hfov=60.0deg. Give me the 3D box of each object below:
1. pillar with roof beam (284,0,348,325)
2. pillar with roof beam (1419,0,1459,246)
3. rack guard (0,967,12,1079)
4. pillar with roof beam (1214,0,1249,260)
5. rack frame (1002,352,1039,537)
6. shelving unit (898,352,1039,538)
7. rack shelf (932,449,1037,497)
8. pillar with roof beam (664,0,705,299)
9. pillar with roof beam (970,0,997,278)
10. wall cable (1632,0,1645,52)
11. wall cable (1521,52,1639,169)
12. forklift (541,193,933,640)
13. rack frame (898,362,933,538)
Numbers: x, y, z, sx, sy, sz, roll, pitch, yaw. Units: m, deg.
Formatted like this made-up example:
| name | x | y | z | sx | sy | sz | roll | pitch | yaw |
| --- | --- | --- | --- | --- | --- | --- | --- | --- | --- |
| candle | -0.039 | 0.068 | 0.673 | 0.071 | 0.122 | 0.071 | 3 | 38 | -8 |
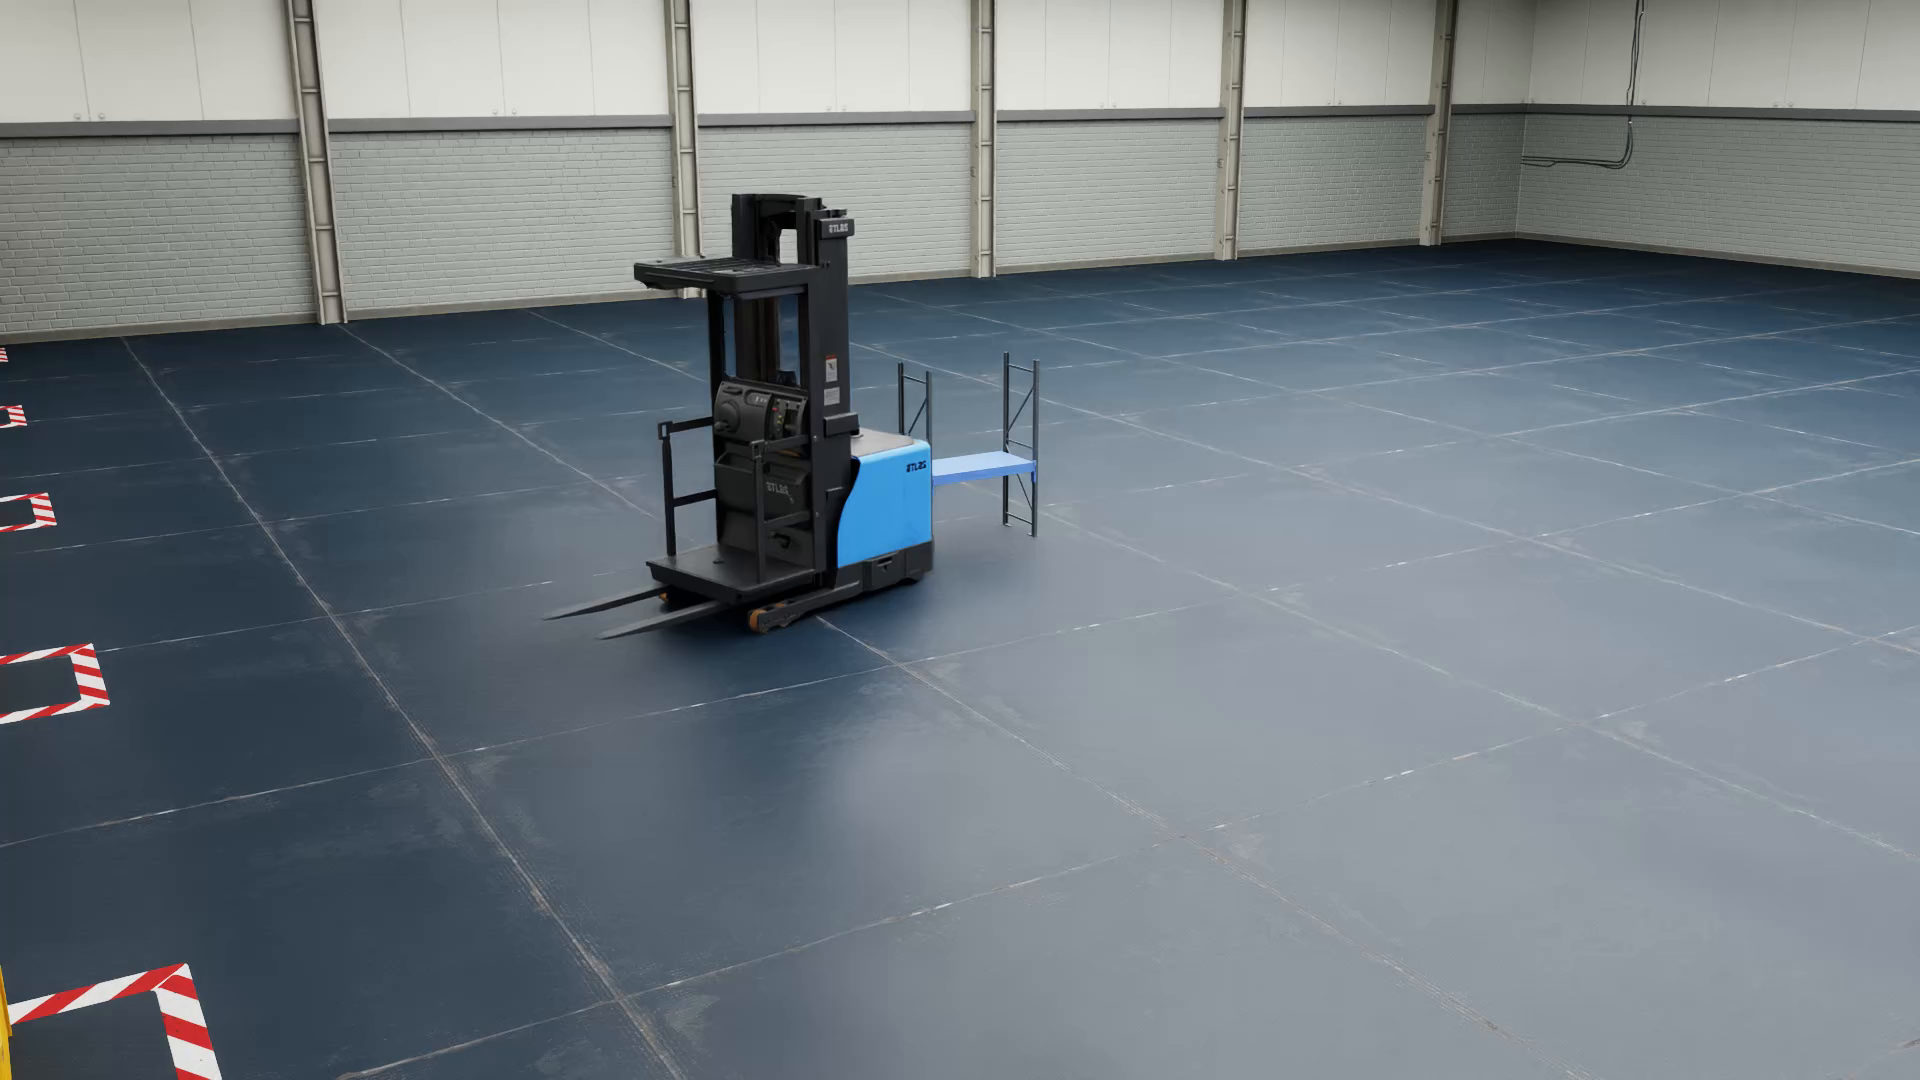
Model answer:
| name | x | y | z | sx | sy | sz | roll | pitch | yaw |
| --- | --- | --- | --- | --- | --- | --- | --- | --- | --- |
| pillar with roof beam | -7.627 | -6.750 | 21.318 | 0.400 | 9.000 | 9.100 | -9 | 18 | -30 |
| pillar with roof beam | 12.945 | -10.086 | 33.219 | 0.400 | 9.000 | 9.100 | -9 | 18 | -30 |
| rack guard | -3.753 | 1.900 | 6.205 | 0.348 | 0.500 | 1.175 | -9 | 18 | -30 |
| pillar with roof beam | 7.802 | -9.252 | 30.244 | 0.400 | 9.000 | 9.100 | -9 | 18 | -30 |
| rack frame | 0.509 | -0.805 | 14.002 | 0.032 | 1.500 | 0.500 | -9 | 18 | -30 |
| shelving unit | 0.073 | -0.734 | 13.750 | 1.048 | 1.500 | 0.538 | -9 | 18 | -30 |
| rack shelf | 0.073 | -0.561 | 13.798 | 1.000 | 0.185 | 0.538 | -9 | 18 | -30 |
| pillar with roof beam | -2.484 | -7.584 | 24.293 | 0.400 | 9.000 | 9.100 | -9 | 18 | -30 |
| pillar with roof beam | 2.659 | -8.418 | 27.268 | 0.400 | 9.000 | 9.100 | -9 | 18 | -30 |
| wall cable | 15.328 | -11.496 | 34.646 | 0.112 | 2.526 | 3.097 | -9 | 18 | -30 |
| wall cable | 13.934 | -9.691 | 37.561 | 0.112 | 2.526 | 3.097 | -9 | 18 | -30 |
| forklift | -1.567 | -0.916 | 11.746 | 1.130 | 2.935 | 3.031 | 14 | 21 | 40 |
| rack frame | -0.363 | -0.663 | 13.498 | 0.032 | 1.500 | 0.500 | -9 | 18 | -30 |
